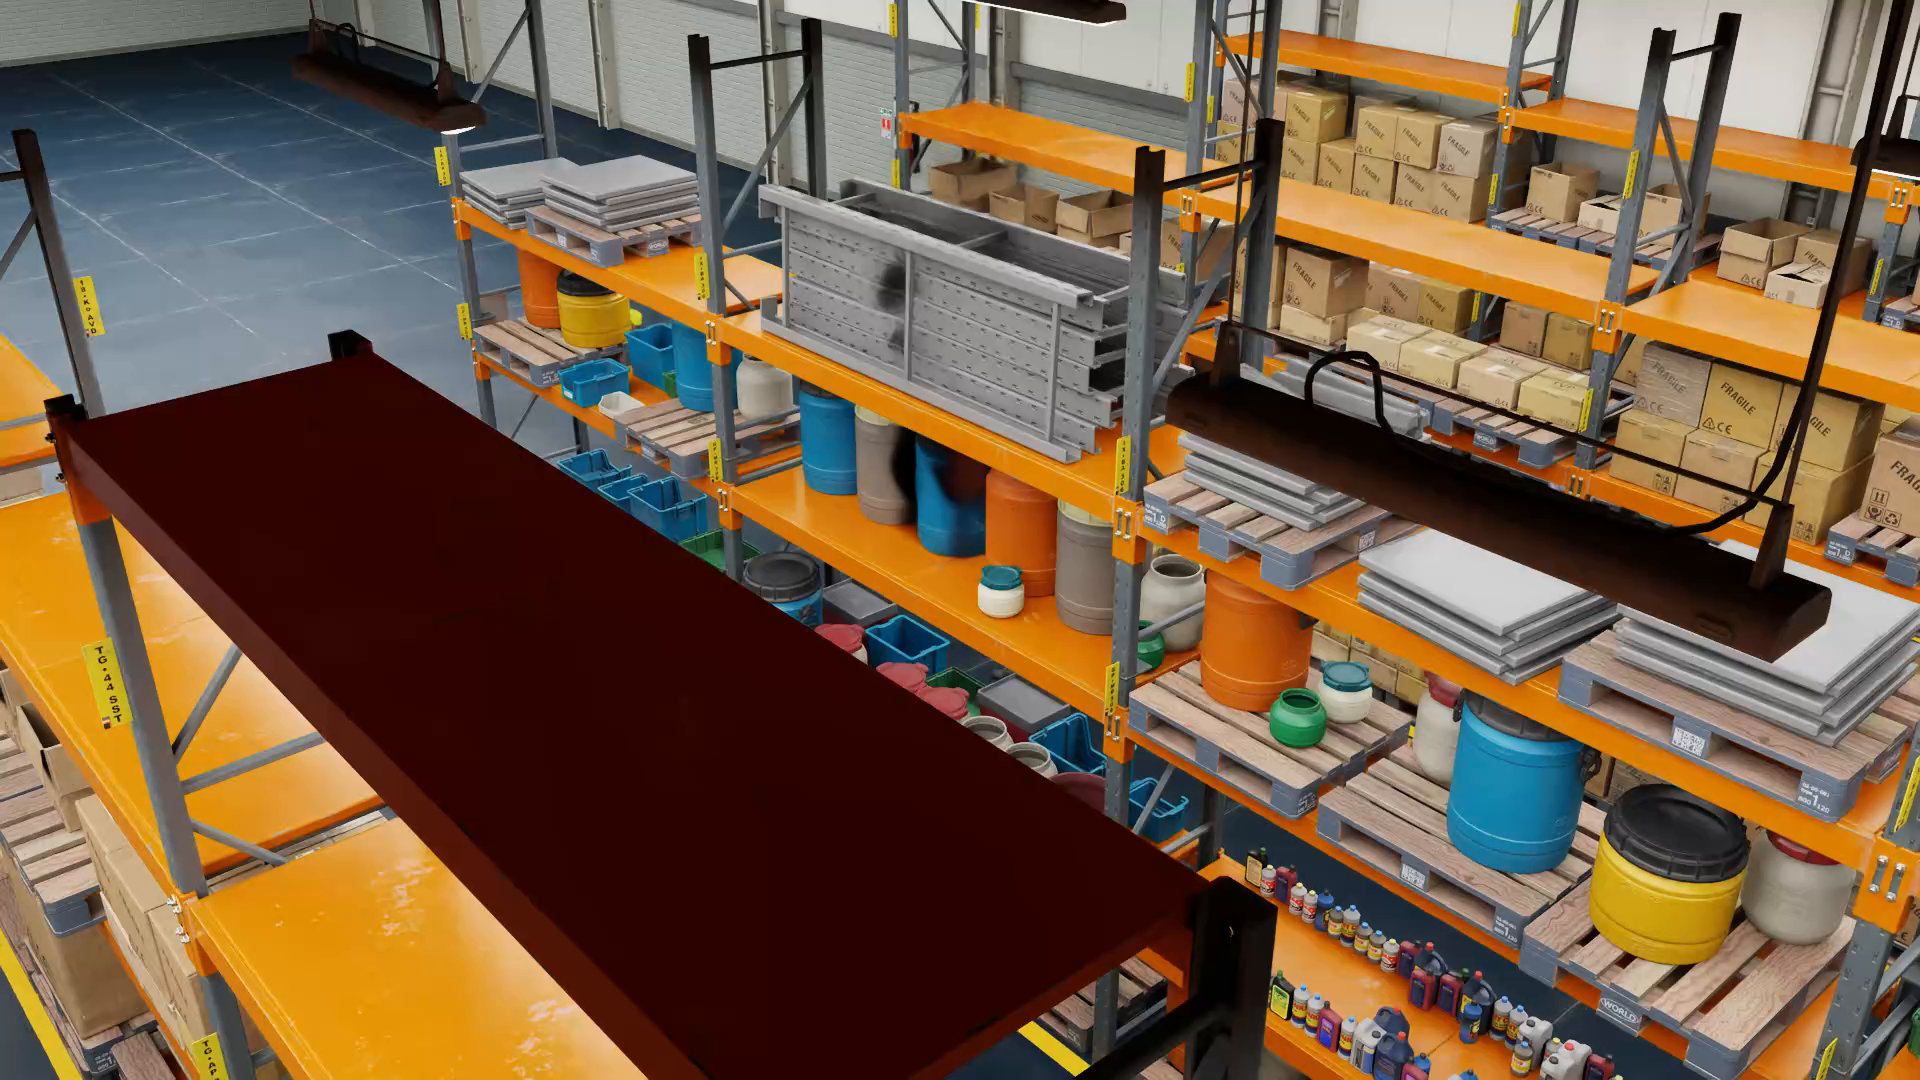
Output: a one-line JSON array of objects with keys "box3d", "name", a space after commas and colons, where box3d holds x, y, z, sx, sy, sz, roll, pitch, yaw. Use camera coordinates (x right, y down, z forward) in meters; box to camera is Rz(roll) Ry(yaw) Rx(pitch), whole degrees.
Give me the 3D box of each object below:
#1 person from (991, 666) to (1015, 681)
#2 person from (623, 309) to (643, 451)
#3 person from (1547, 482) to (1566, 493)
[{"box3d": [0.672, 0.515, 13.992, 0.882, 1.765, 0.657, 18, 32, 32], "name": "person"}, {"box3d": [-3.713, -1.847, 19.317, 0.561, 1.732, 0.693, -5, 27, -10], "name": "person"}, {"box3d": [5.725, -0.086, 15.915, 0.925, 1.634, 0.606, 19, 33, 33], "name": "person"}]
